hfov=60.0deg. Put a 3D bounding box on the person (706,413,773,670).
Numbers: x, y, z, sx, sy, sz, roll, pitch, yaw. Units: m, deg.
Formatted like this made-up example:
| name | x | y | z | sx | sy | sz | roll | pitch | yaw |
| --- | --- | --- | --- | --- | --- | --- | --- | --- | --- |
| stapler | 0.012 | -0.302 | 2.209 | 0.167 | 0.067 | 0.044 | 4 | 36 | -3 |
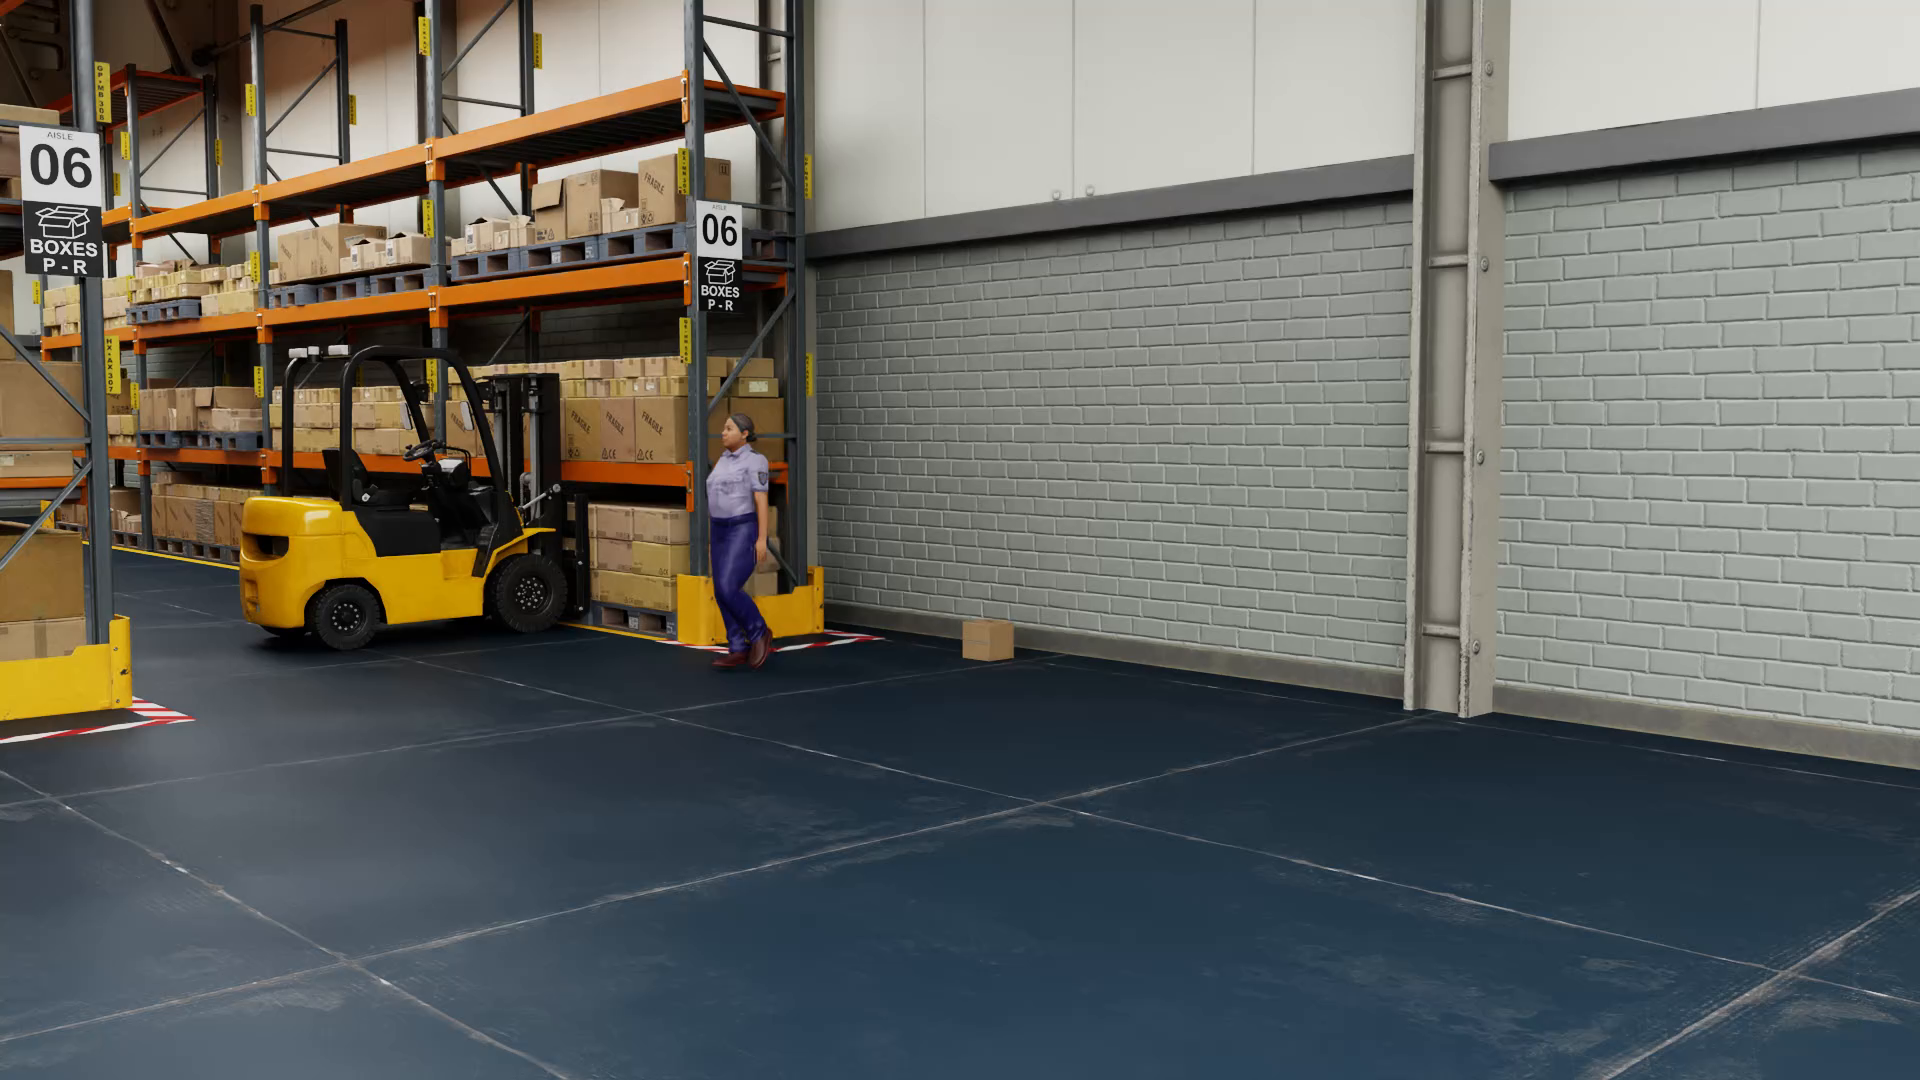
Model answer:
| name | x | y | z | sx | sy | sz | roll | pitch | yaw |
| --- | --- | --- | --- | --- | --- | --- | --- | --- | --- |
| person | -1.470 | 0.007 | 10.724 | 0.443 | 1.653 | 0.504 | -4 | 5 | -42 |
